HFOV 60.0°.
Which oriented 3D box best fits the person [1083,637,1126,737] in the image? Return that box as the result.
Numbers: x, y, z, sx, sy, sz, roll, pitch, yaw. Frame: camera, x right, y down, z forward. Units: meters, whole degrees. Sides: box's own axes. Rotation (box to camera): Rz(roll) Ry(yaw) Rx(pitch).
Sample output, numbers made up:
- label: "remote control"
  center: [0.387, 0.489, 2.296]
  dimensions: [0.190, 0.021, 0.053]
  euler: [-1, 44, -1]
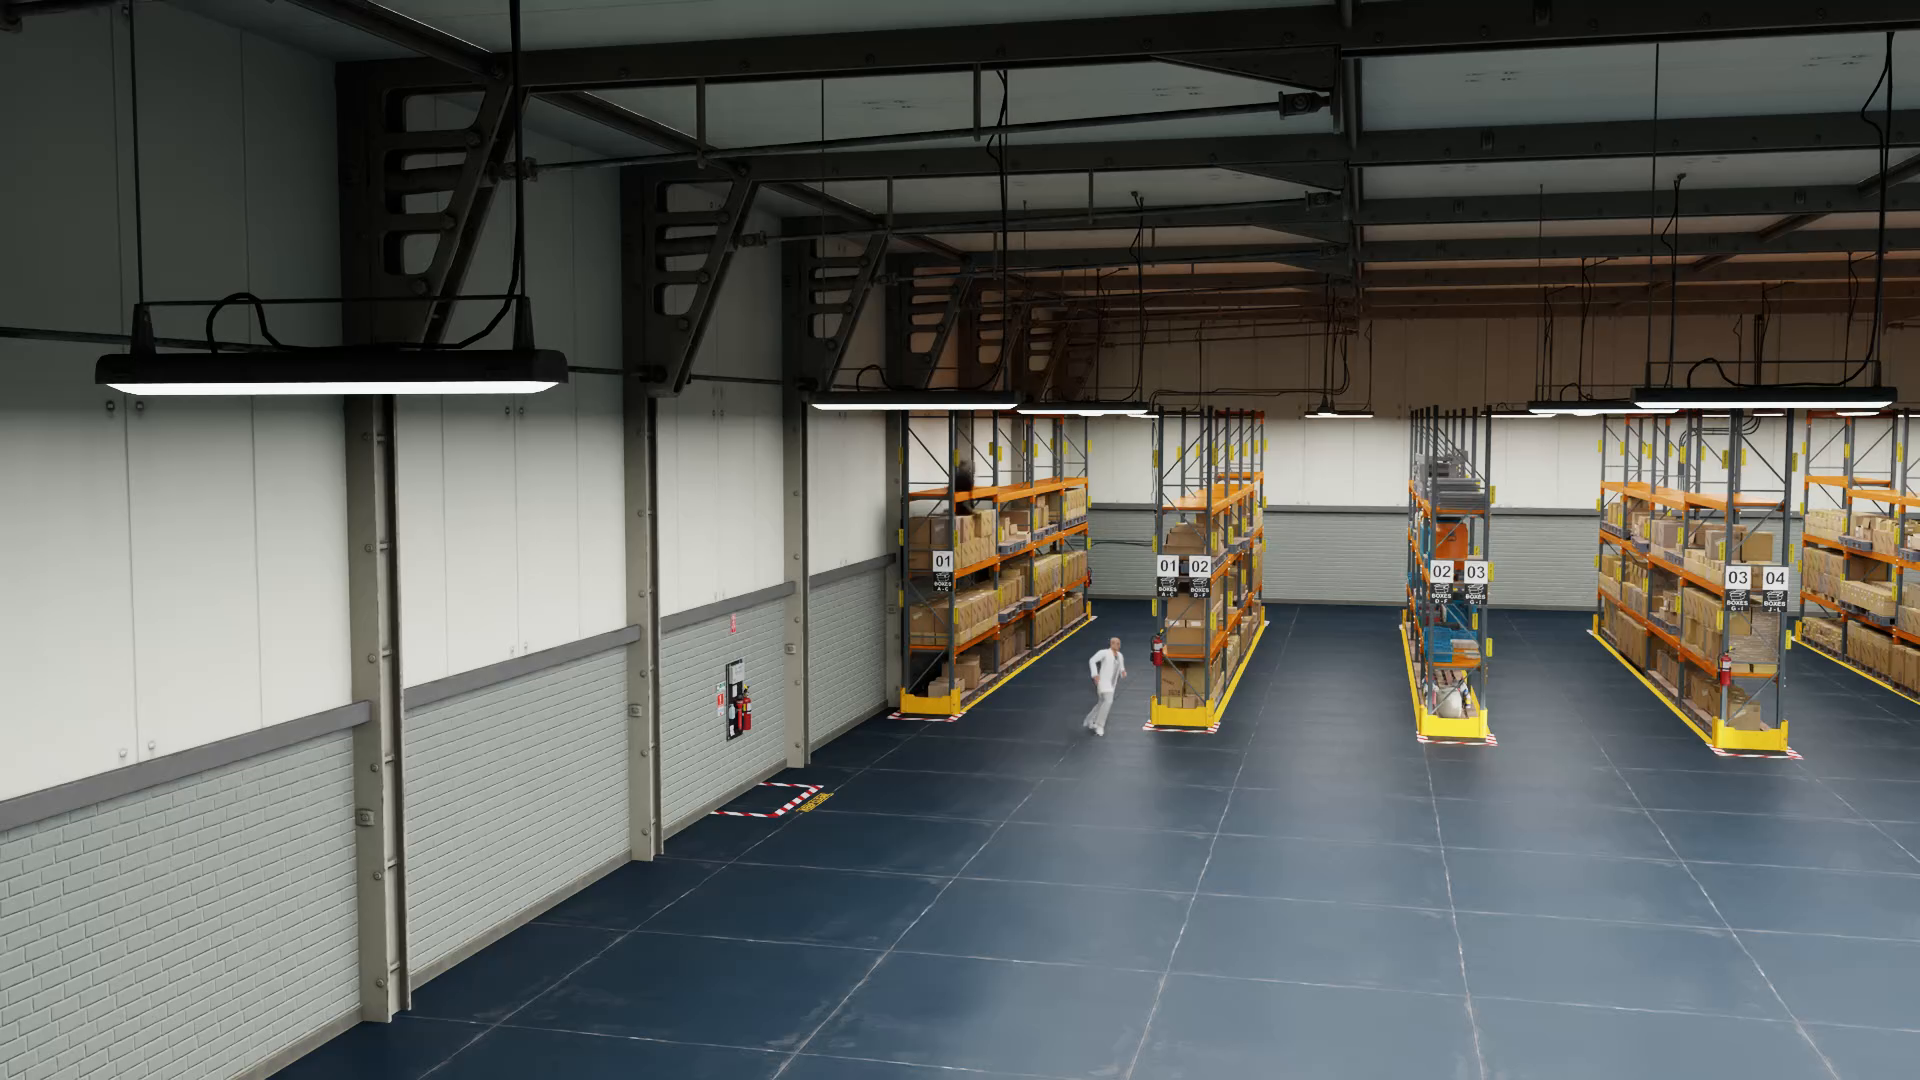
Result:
- label: "person"
  center: [2.664, 2.672, 30.571]
  dimensions: [0.856, 1.757, 0.813]
  euler: [-4, 6, -44]
